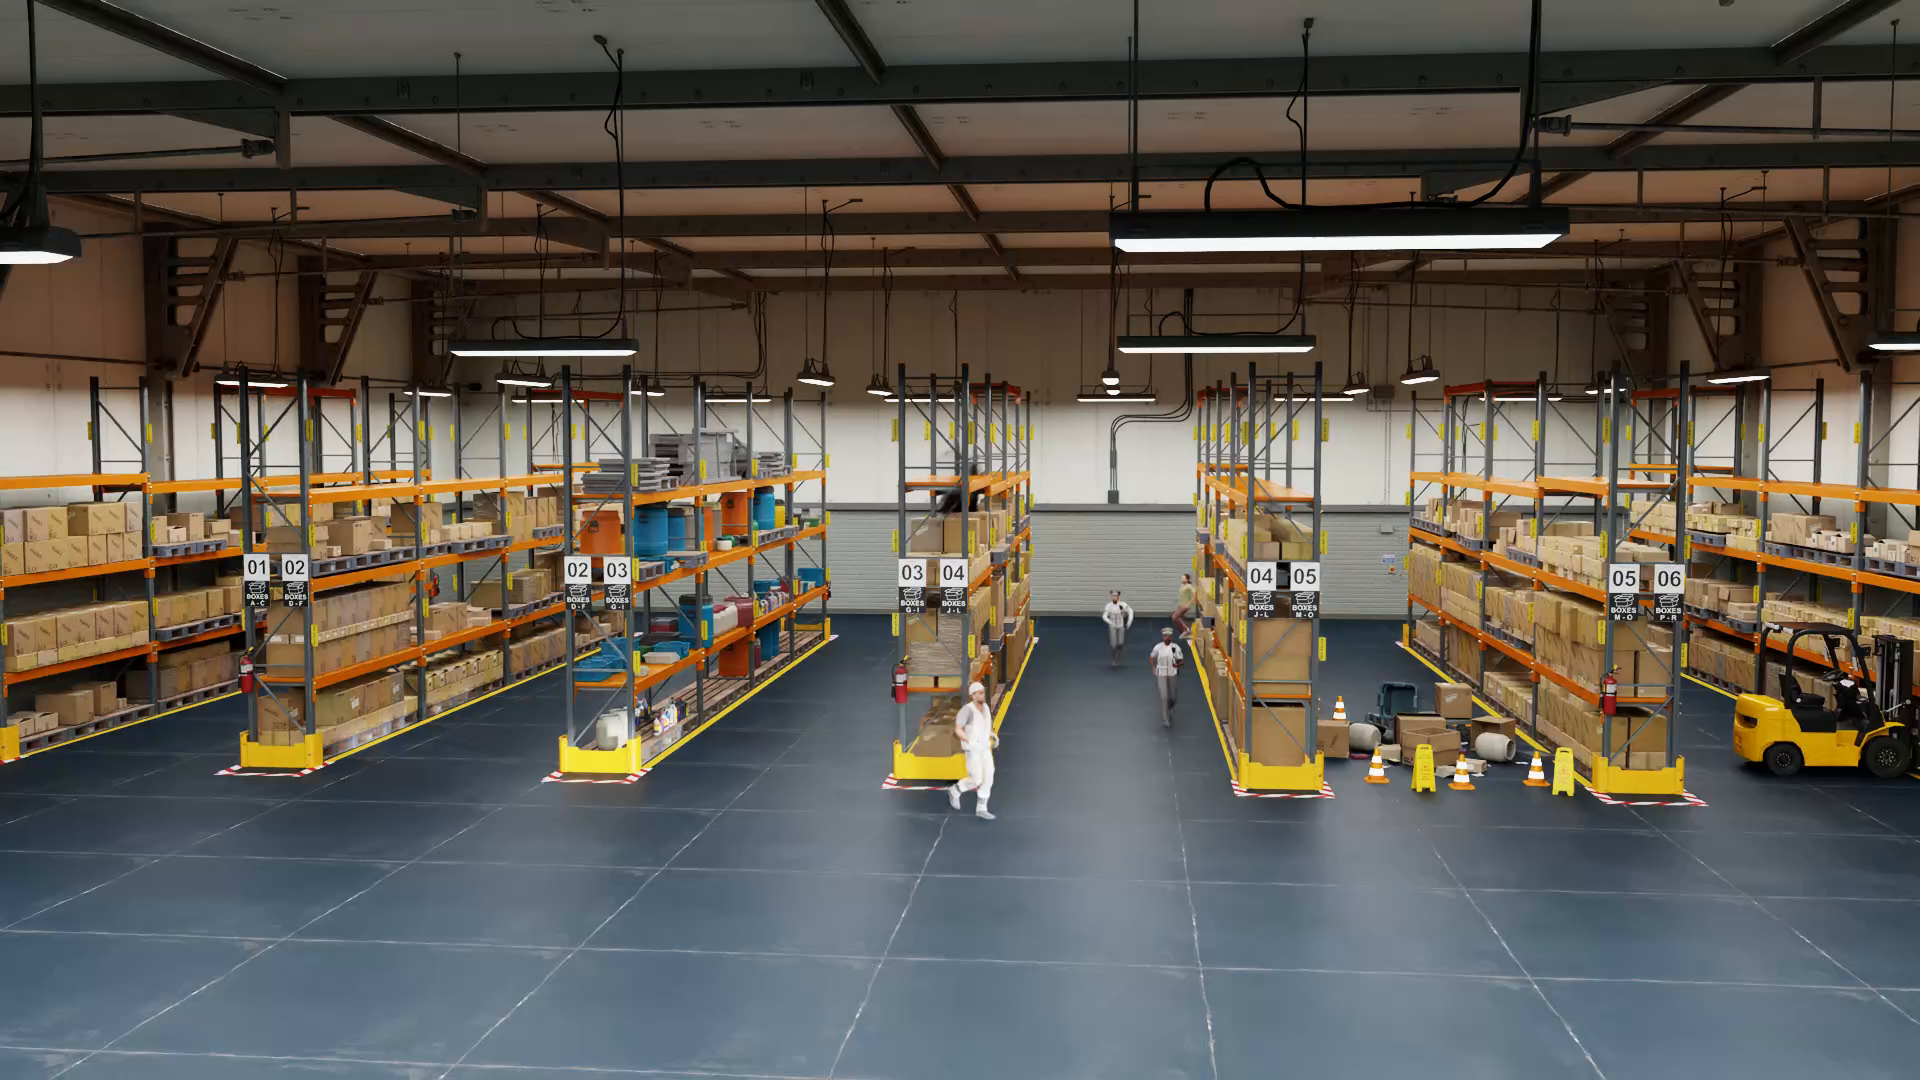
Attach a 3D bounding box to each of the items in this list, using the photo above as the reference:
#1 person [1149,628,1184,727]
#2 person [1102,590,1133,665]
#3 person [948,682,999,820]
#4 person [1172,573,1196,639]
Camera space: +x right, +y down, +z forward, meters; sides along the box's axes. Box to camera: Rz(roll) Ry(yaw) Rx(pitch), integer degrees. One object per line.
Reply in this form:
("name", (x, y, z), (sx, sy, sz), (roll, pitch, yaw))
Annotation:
("person", (3.555, 2.329, 28.585), (0.588, 1.664, 0.851), (0, 4, 2))
("person", (3.381, 1.886, 35.733), (0.639, 1.658, 0.679), (1, 4, 10))
("person", (0.186, 2.732, 21.733), (0.718, 1.771, 0.683), (3, 5, 41))
("person", (5.406, 1.612, 40.267), (0.578, 1.609, 0.640), (-1, 4, -13))
